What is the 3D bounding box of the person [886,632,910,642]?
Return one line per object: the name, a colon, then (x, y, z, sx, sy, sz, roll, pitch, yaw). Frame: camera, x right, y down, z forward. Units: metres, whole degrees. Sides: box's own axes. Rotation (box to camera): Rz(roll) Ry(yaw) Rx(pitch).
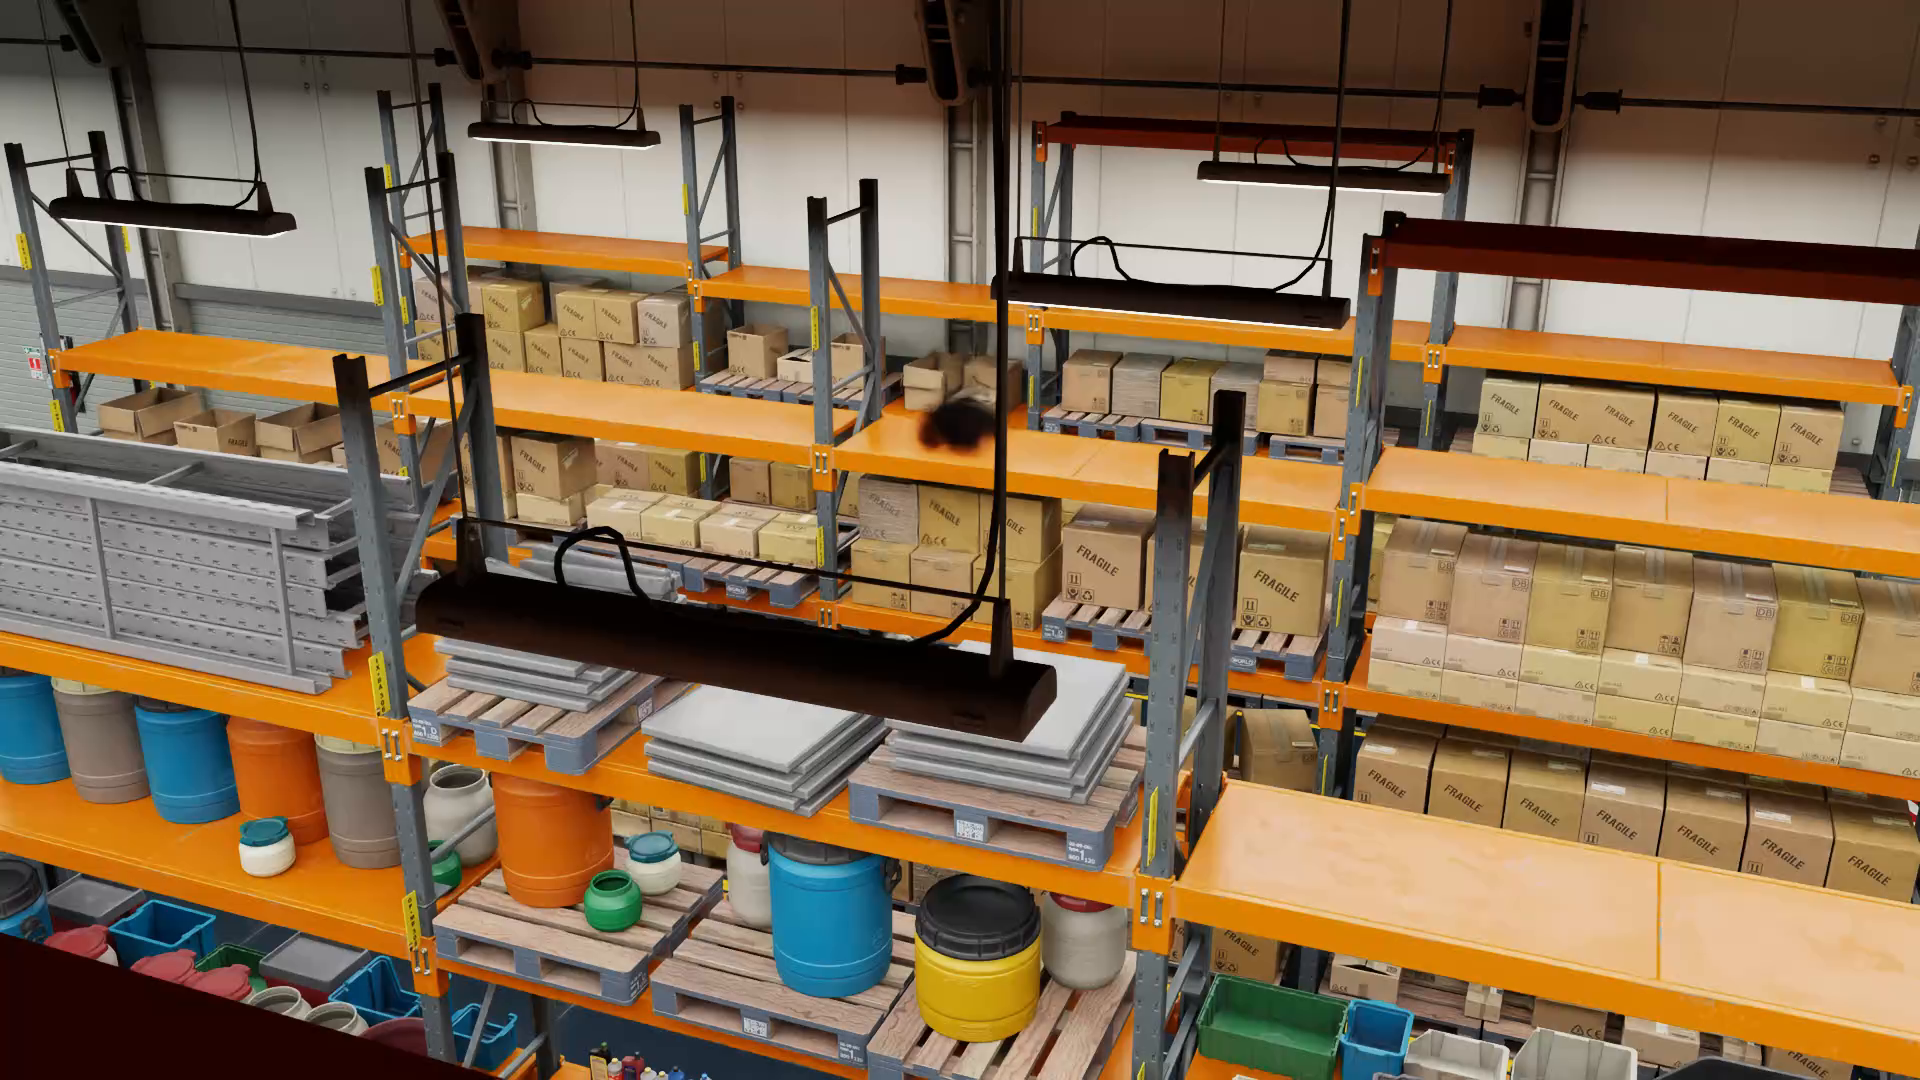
person: (-0.668, 1.451, 16.332, 0.869, 1.620, 0.571, 5, 21, 12)
